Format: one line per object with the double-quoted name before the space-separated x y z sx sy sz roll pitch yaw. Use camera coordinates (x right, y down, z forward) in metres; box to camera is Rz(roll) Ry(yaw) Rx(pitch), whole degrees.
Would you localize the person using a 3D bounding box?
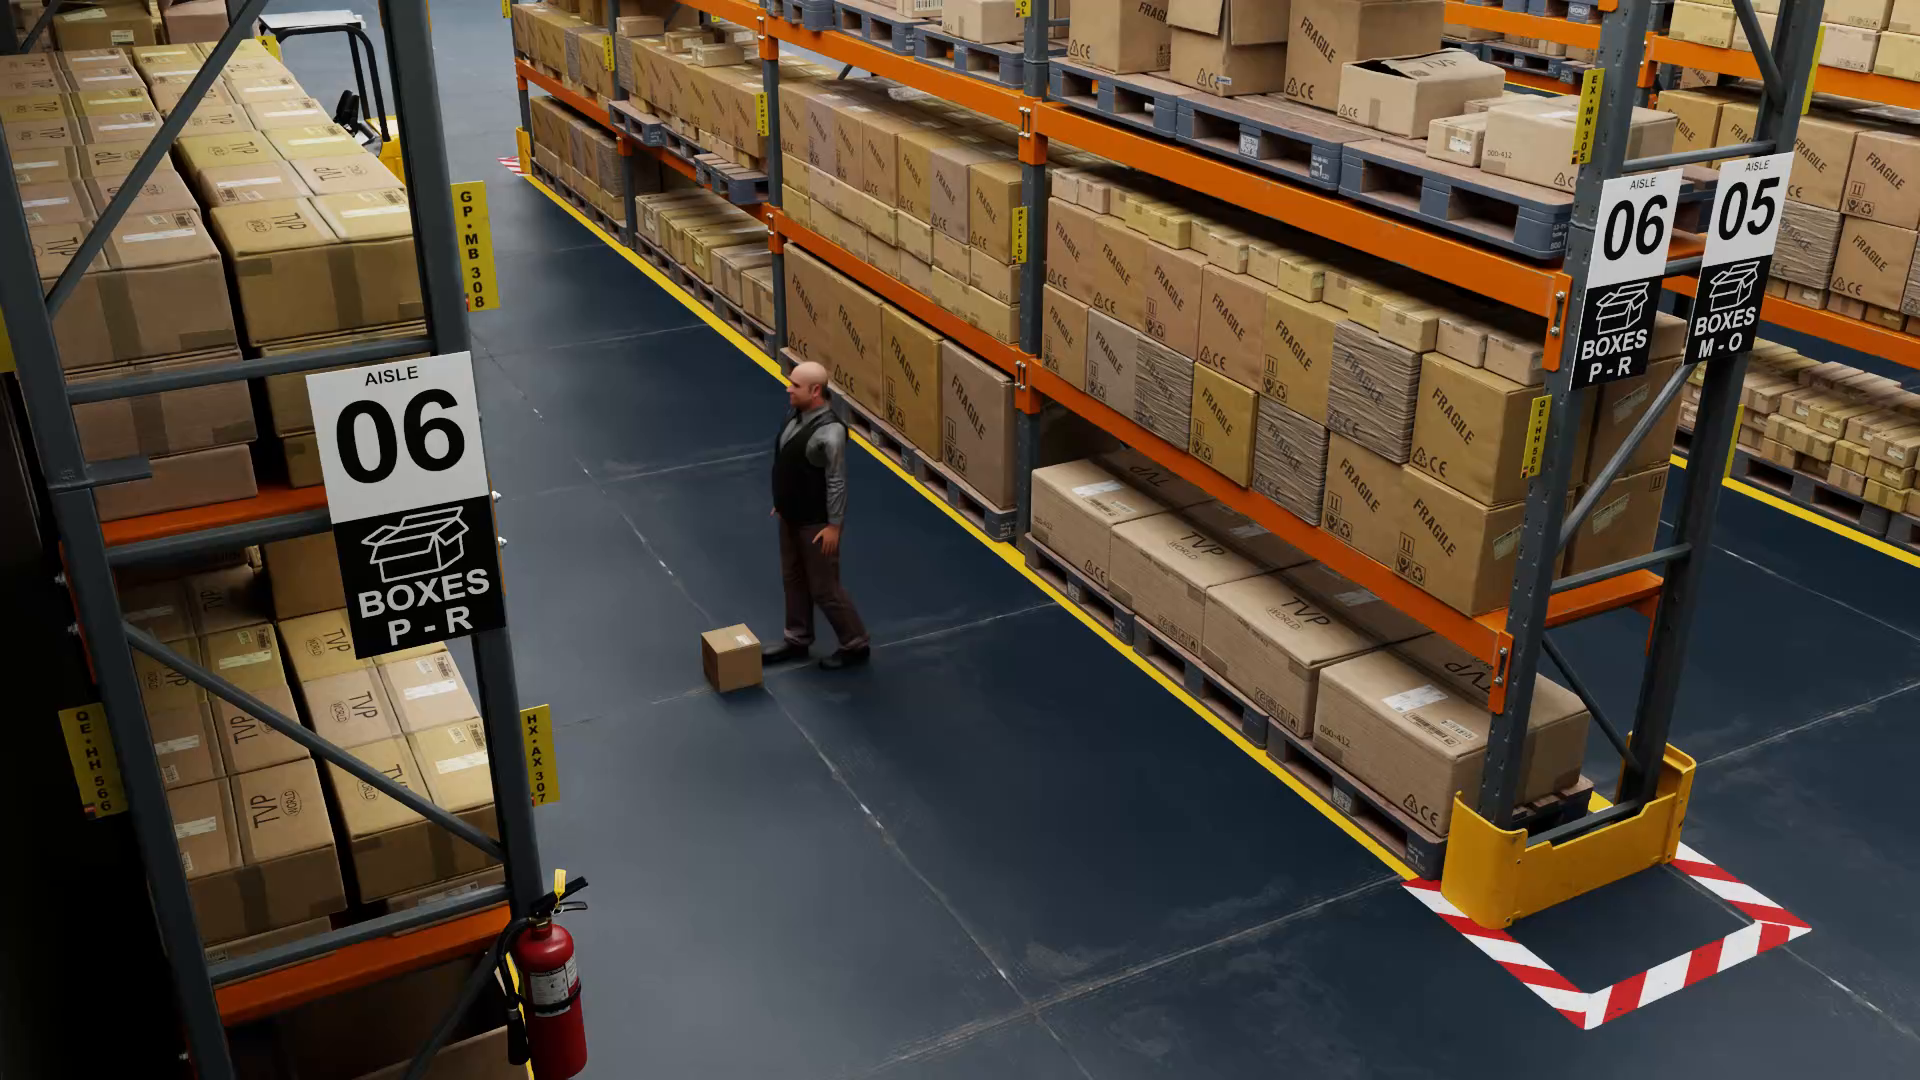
"person" -0.822 -0.114 8.893 0.570 1.743 0.555 -13 28 -25
